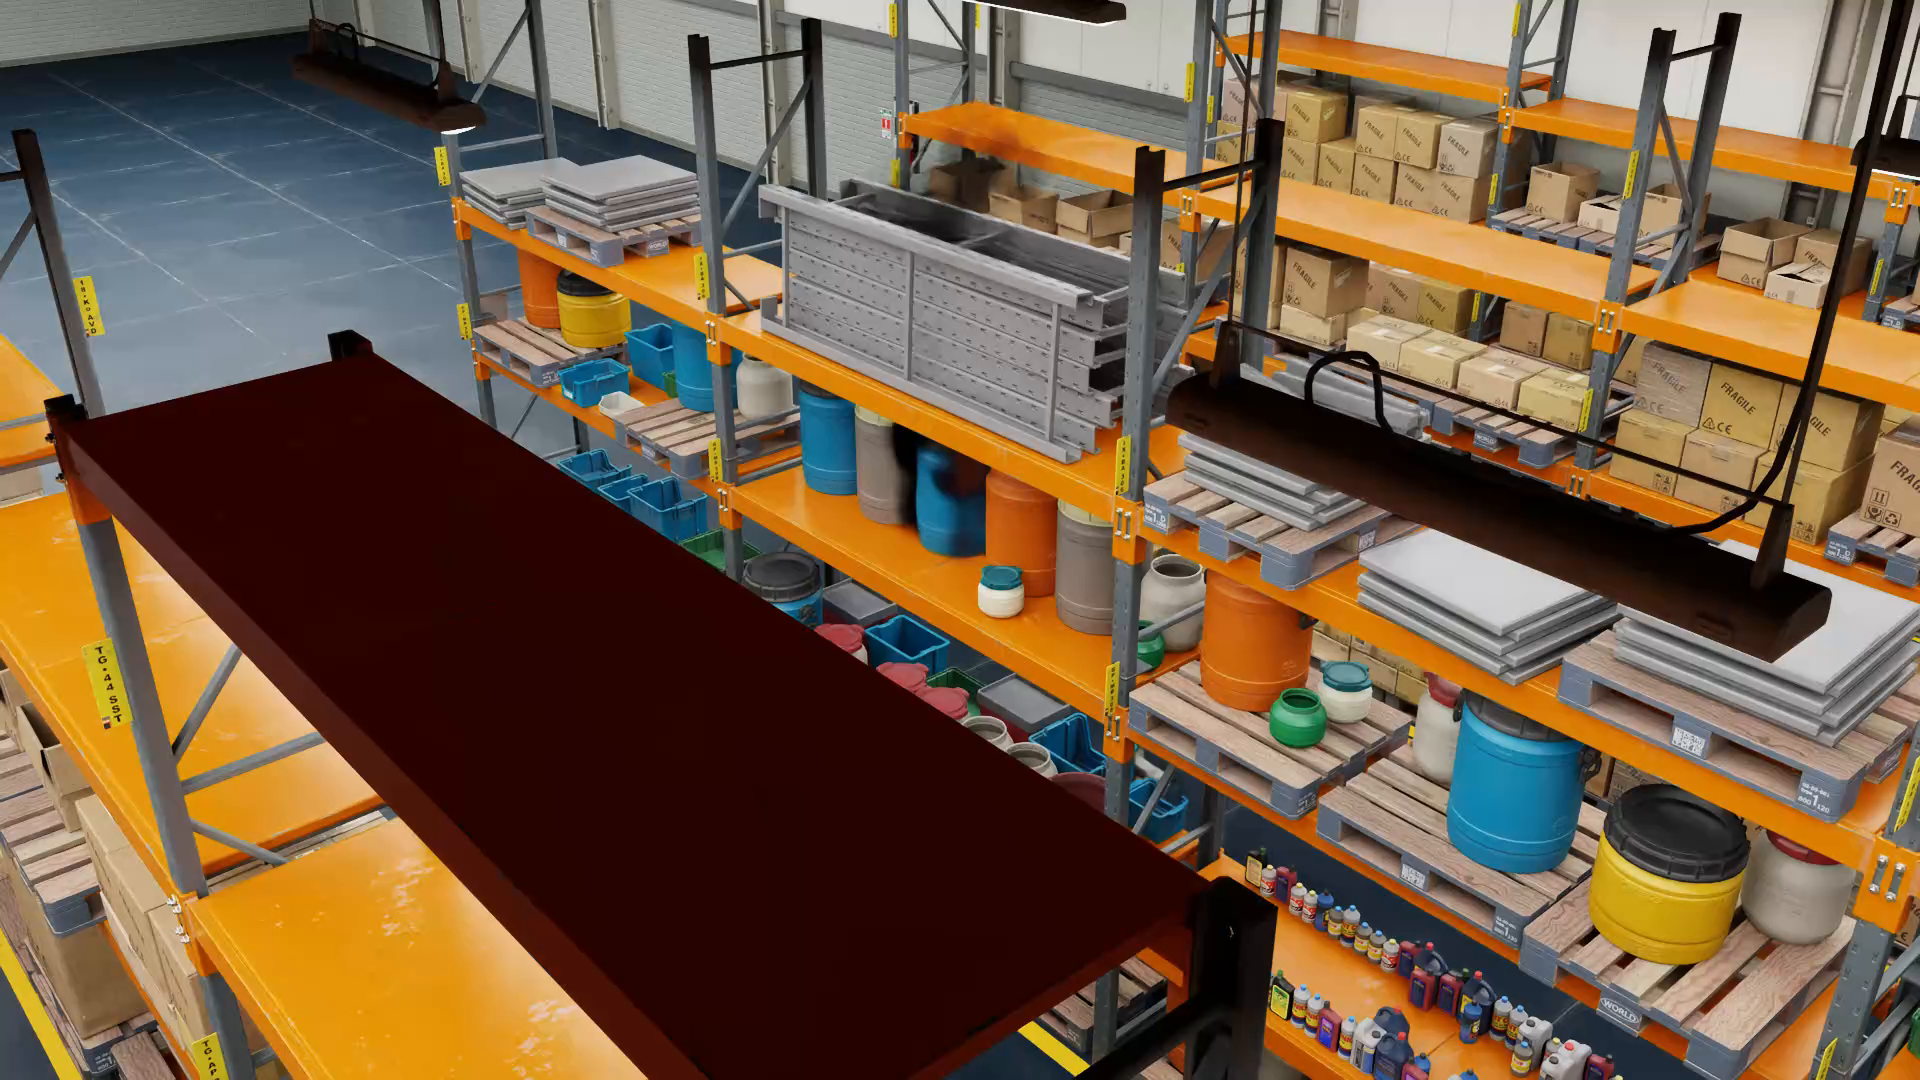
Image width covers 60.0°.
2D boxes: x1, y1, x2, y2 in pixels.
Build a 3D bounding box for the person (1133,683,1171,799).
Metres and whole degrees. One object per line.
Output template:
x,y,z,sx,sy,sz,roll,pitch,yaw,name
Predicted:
1.425,1.412,13.063,0.591,1.618,0.743,-20,33,-34,person
